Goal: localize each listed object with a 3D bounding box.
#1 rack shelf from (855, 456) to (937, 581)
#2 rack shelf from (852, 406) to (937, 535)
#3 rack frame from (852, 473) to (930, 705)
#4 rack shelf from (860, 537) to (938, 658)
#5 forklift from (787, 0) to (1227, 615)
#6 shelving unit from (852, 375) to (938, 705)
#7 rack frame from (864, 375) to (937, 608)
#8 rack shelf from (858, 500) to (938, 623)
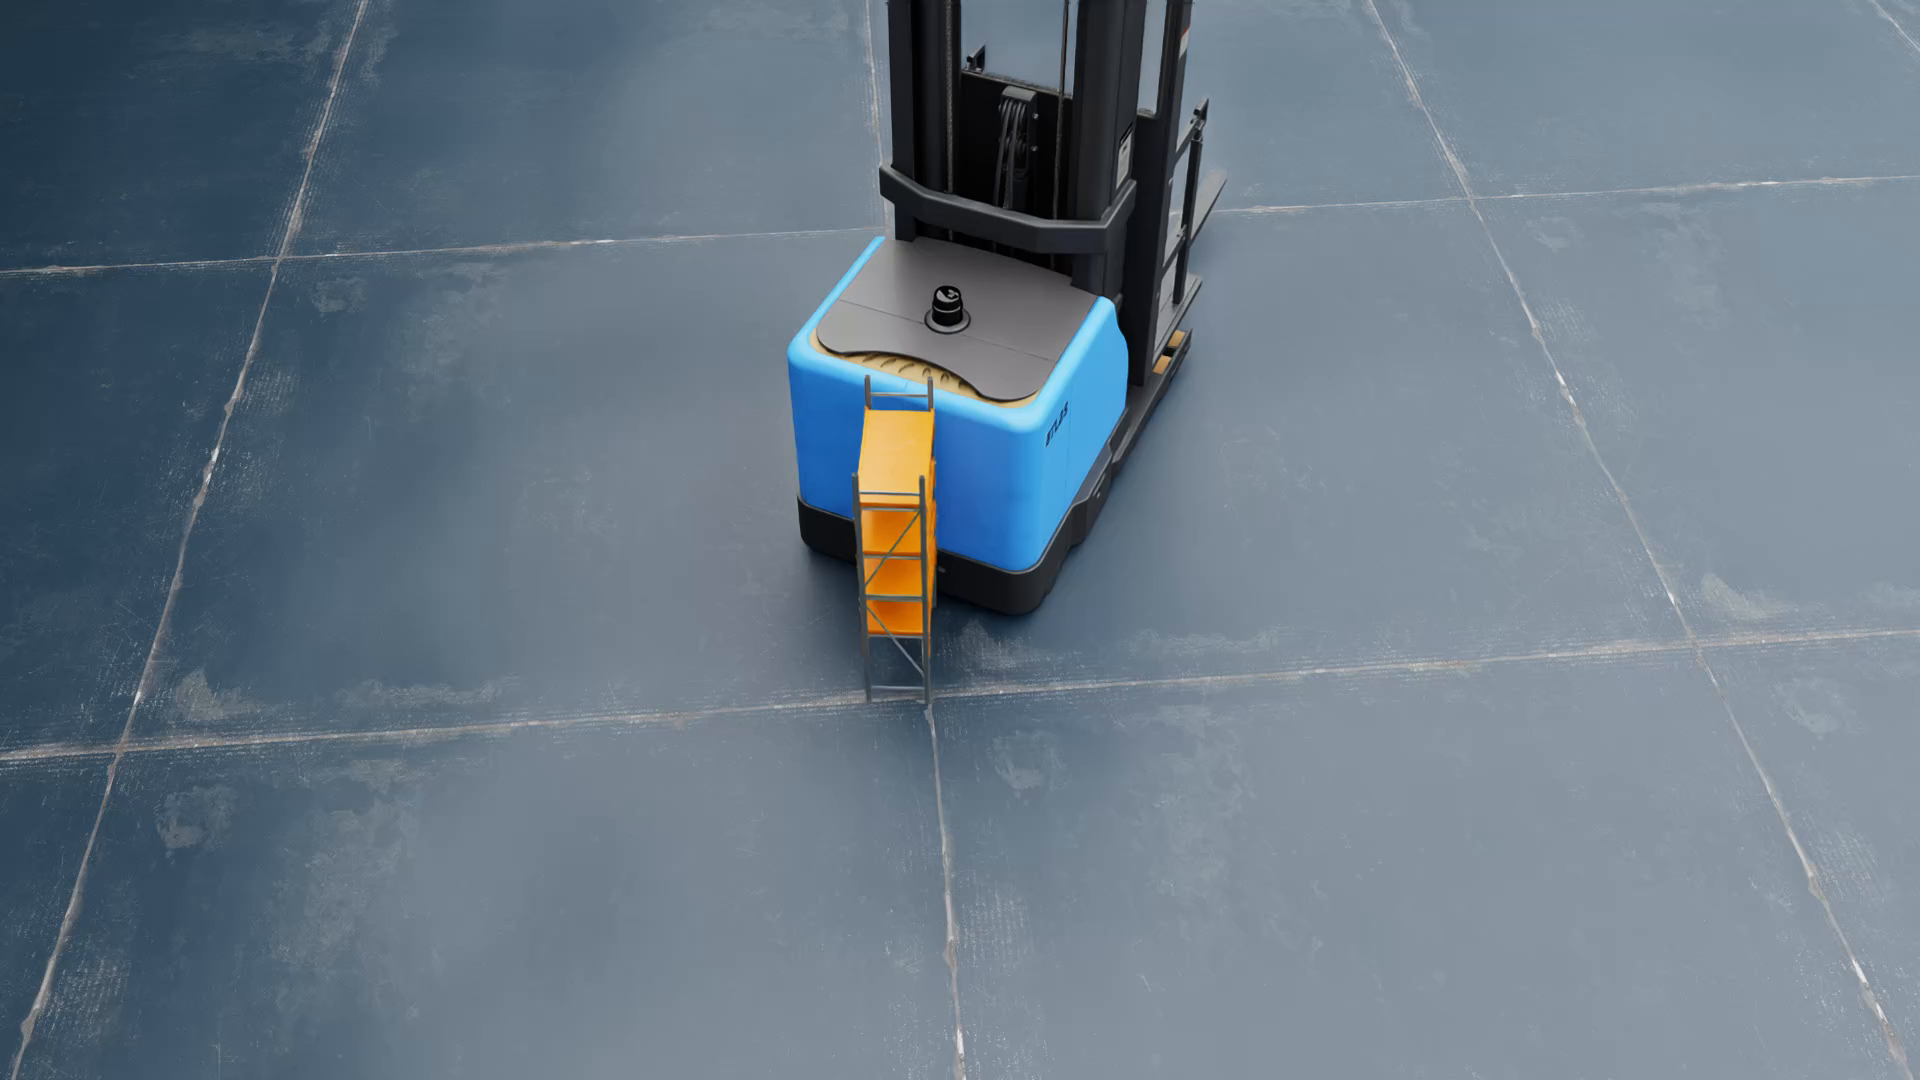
[{"bbox_3d":[-0.223,-0.083,5.923,0.258,0.148,0.480,2,47,2],"label":"rack shelf"},{"bbox_3d":[-0.223,-0.246,5.751,0.258,0.148,0.480,2,47,2],"label":"rack shelf"},{"bbox_3d":[-0.233,0.202,5.869,0.240,1.200,0.015,2,47,2],"label":"rack frame"},{"bbox_3d":[-0.223,0.207,6.230,0.258,0.148,0.480,2,47,2],"label":"rack shelf"},{"bbox_3d":[0.412,-1.799,6.572,1.130,2.935,3.031,18,49,16],"label":"forklift"},{"bbox_3d":[-0.223,0.025,6.037,0.258,1.200,0.503,2,47,2],"label":"shelving unit"},{"bbox_3d":[-0.212,-0.152,6.204,0.240,1.200,0.015,2,47,2],"label":"rack frame"},{"bbox_3d":[-0.223,0.071,6.086,0.258,0.148,0.480,2,47,2],"label":"rack shelf"}]
